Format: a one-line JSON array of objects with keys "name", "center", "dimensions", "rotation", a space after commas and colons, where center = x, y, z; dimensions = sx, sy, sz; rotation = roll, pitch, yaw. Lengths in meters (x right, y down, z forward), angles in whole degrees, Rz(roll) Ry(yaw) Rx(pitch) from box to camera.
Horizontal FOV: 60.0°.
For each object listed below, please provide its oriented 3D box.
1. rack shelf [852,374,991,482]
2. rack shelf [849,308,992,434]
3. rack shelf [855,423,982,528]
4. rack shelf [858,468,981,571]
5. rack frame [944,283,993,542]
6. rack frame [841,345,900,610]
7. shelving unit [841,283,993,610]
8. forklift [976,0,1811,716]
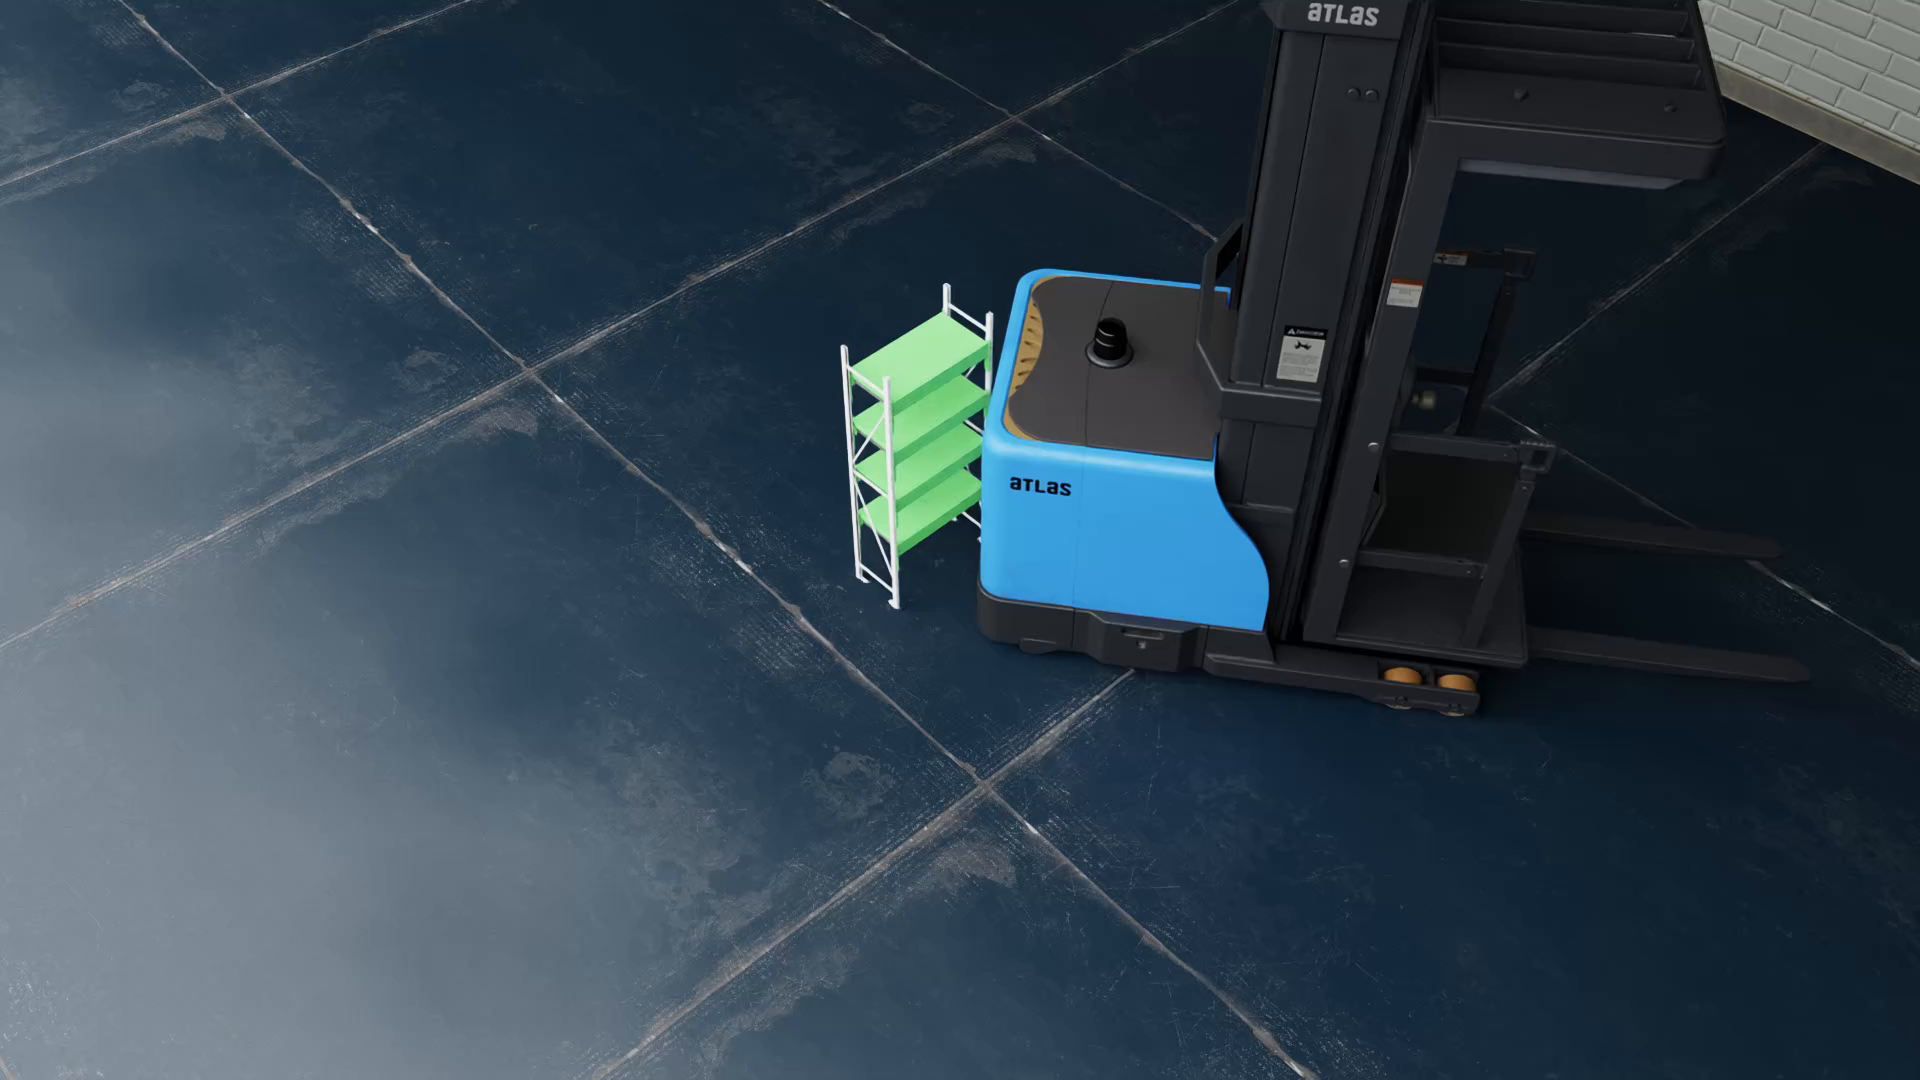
[{"name": "rack shelf", "center": [-0.147, -0.444, 6.104], "dimensions": [0.480, 0.148, 0.258], "rotation": [-35, 56, -28]}, {"name": "rack shelf", "center": [-0.147, -0.607, 5.928], "dimensions": [0.480, 0.148, 0.258], "rotation": [-35, 56, -28]}, {"name": "rack shelf", "center": [-0.147, -0.281, 6.280], "dimensions": [0.480, 0.148, 0.258], "rotation": [-35, 56, -28]}, {"name": "rack shelf", "center": [-0.147, -0.119, 6.457], "dimensions": [0.480, 0.148, 0.258], "rotation": [-35, 56, -28]}, {"name": "rack frame", "center": [0.029, -0.449, 6.348], "dimensions": [0.015, 1.200, 0.240], "rotation": [-35, 56, -28]}, {"name": "rack frame", "center": [-0.324, -0.201, 6.119], "dimensions": [0.015, 1.200, 0.240], "rotation": [-35, 56, -28]}, {"name": "shelving unit", "center": [-0.147, -0.325, 6.233], "dimensions": [0.503, 1.200, 0.258], "rotation": [-35, 56, -28]}, {"name": "forklift", "center": [1.627, -0.767, 5.464], "dimensions": [3.031, 2.935, 1.130], "rotation": [7, 48, 6]}]
